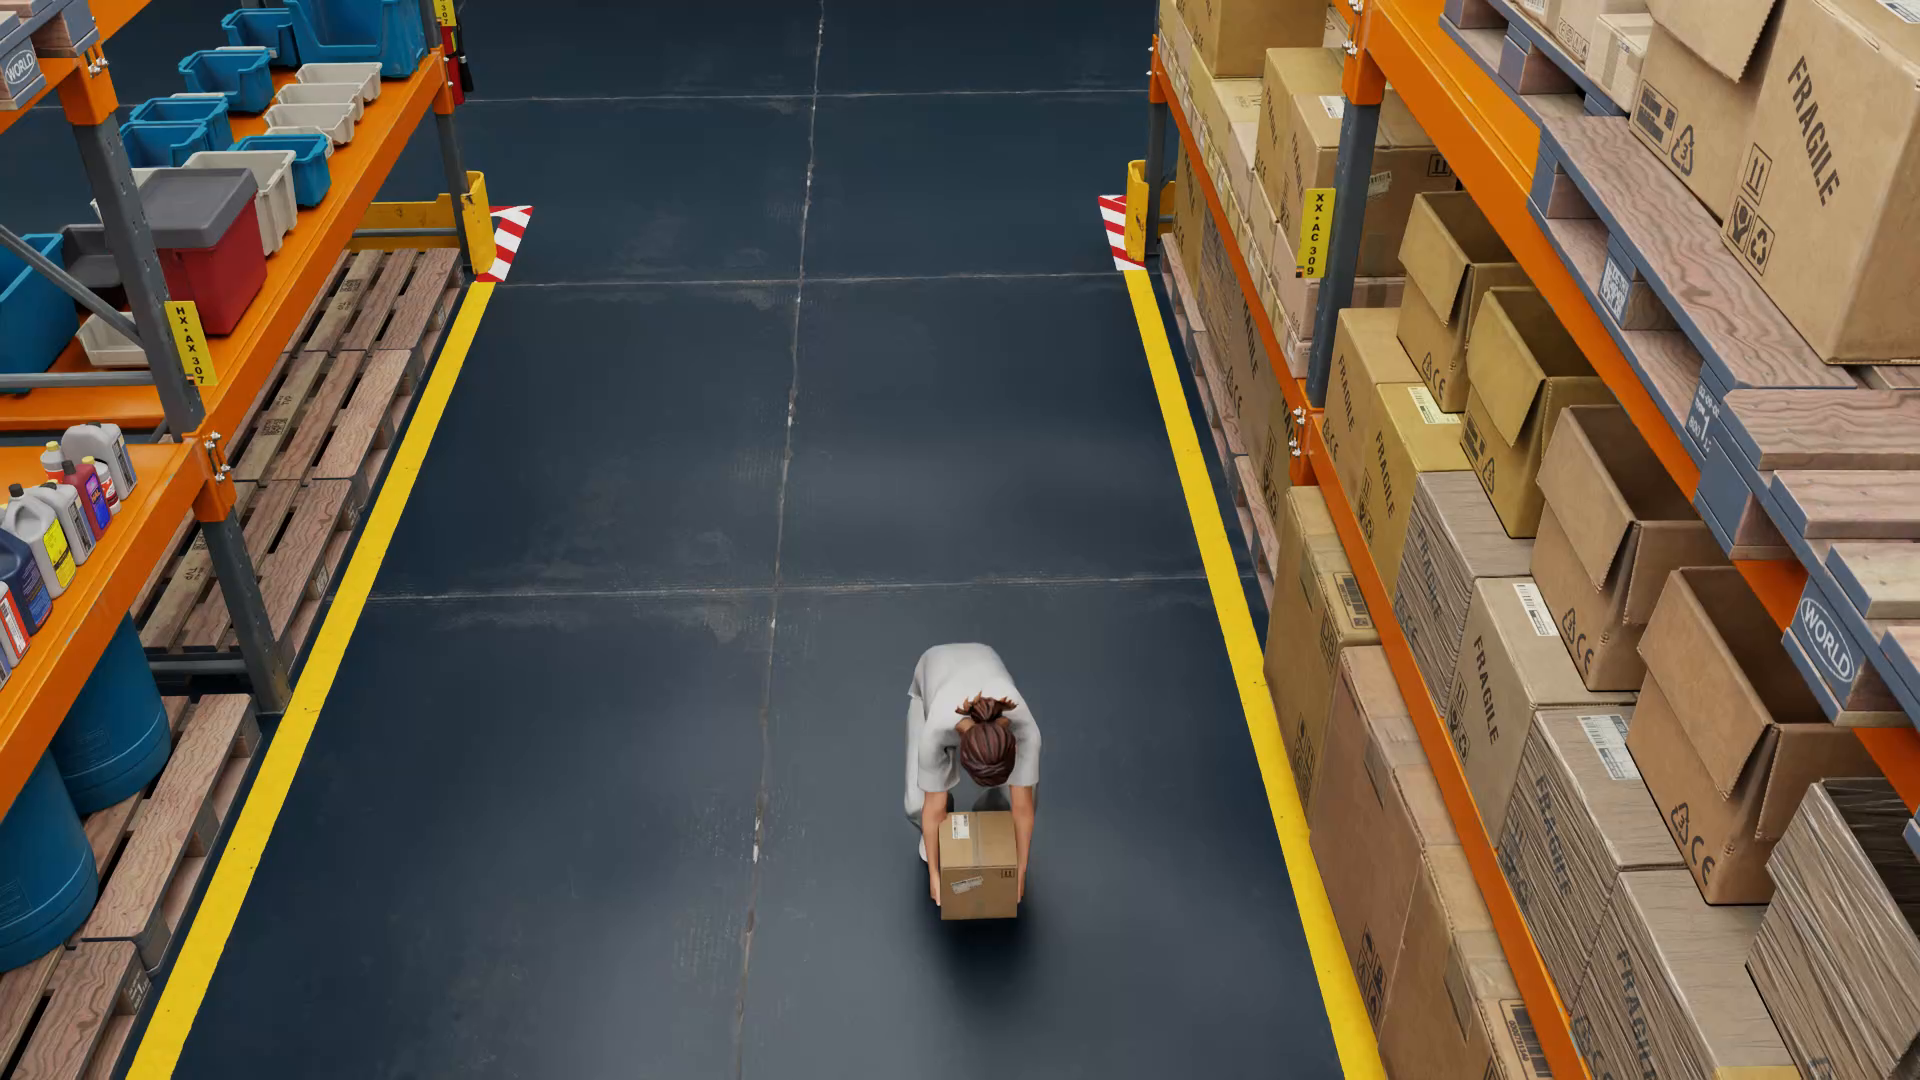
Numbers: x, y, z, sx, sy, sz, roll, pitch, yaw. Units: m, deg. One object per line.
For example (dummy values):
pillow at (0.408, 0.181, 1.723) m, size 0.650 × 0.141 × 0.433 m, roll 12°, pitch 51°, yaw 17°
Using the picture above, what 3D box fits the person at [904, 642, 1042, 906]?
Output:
person at (0.032, 0.785, 5.685) m, size 0.459 × 0.932 × 0.841 m, roll -3°, pitch 35°, yaw -4°
